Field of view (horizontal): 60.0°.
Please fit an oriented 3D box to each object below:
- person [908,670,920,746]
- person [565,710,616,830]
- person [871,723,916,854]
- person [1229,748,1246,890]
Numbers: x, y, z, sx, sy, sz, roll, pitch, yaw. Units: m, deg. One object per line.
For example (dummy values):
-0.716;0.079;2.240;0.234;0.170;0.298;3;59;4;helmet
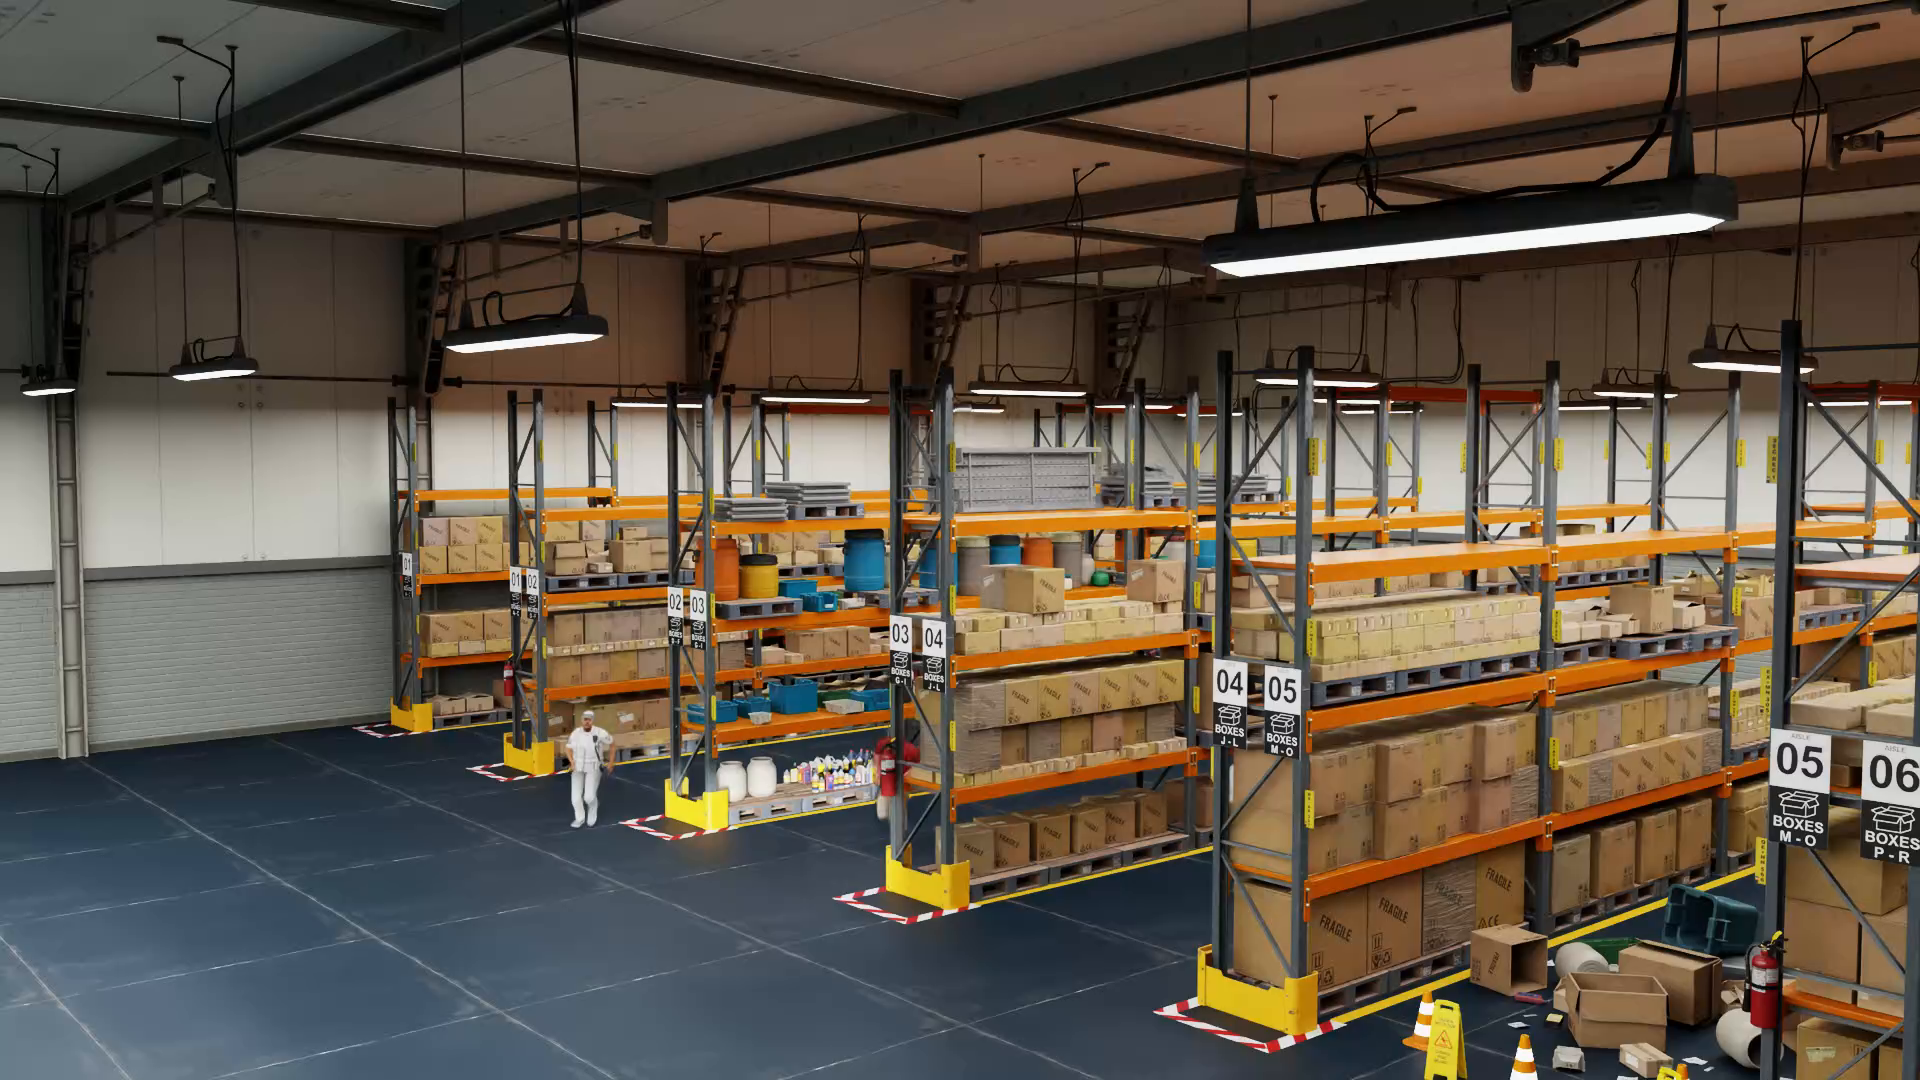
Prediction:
-0.835;2.660;27.143;0.910;1.804;0.689;-3;5;-42;person
-4.930;3.053;22.098;0.638;1.619;0.667;0;3;3;person
-0.876;3.120;20.942;0.705;1.681;0.687;2;4;26;person
3.184;3.171;18.921;0.696;1.752;0.632;3;4;41;person
